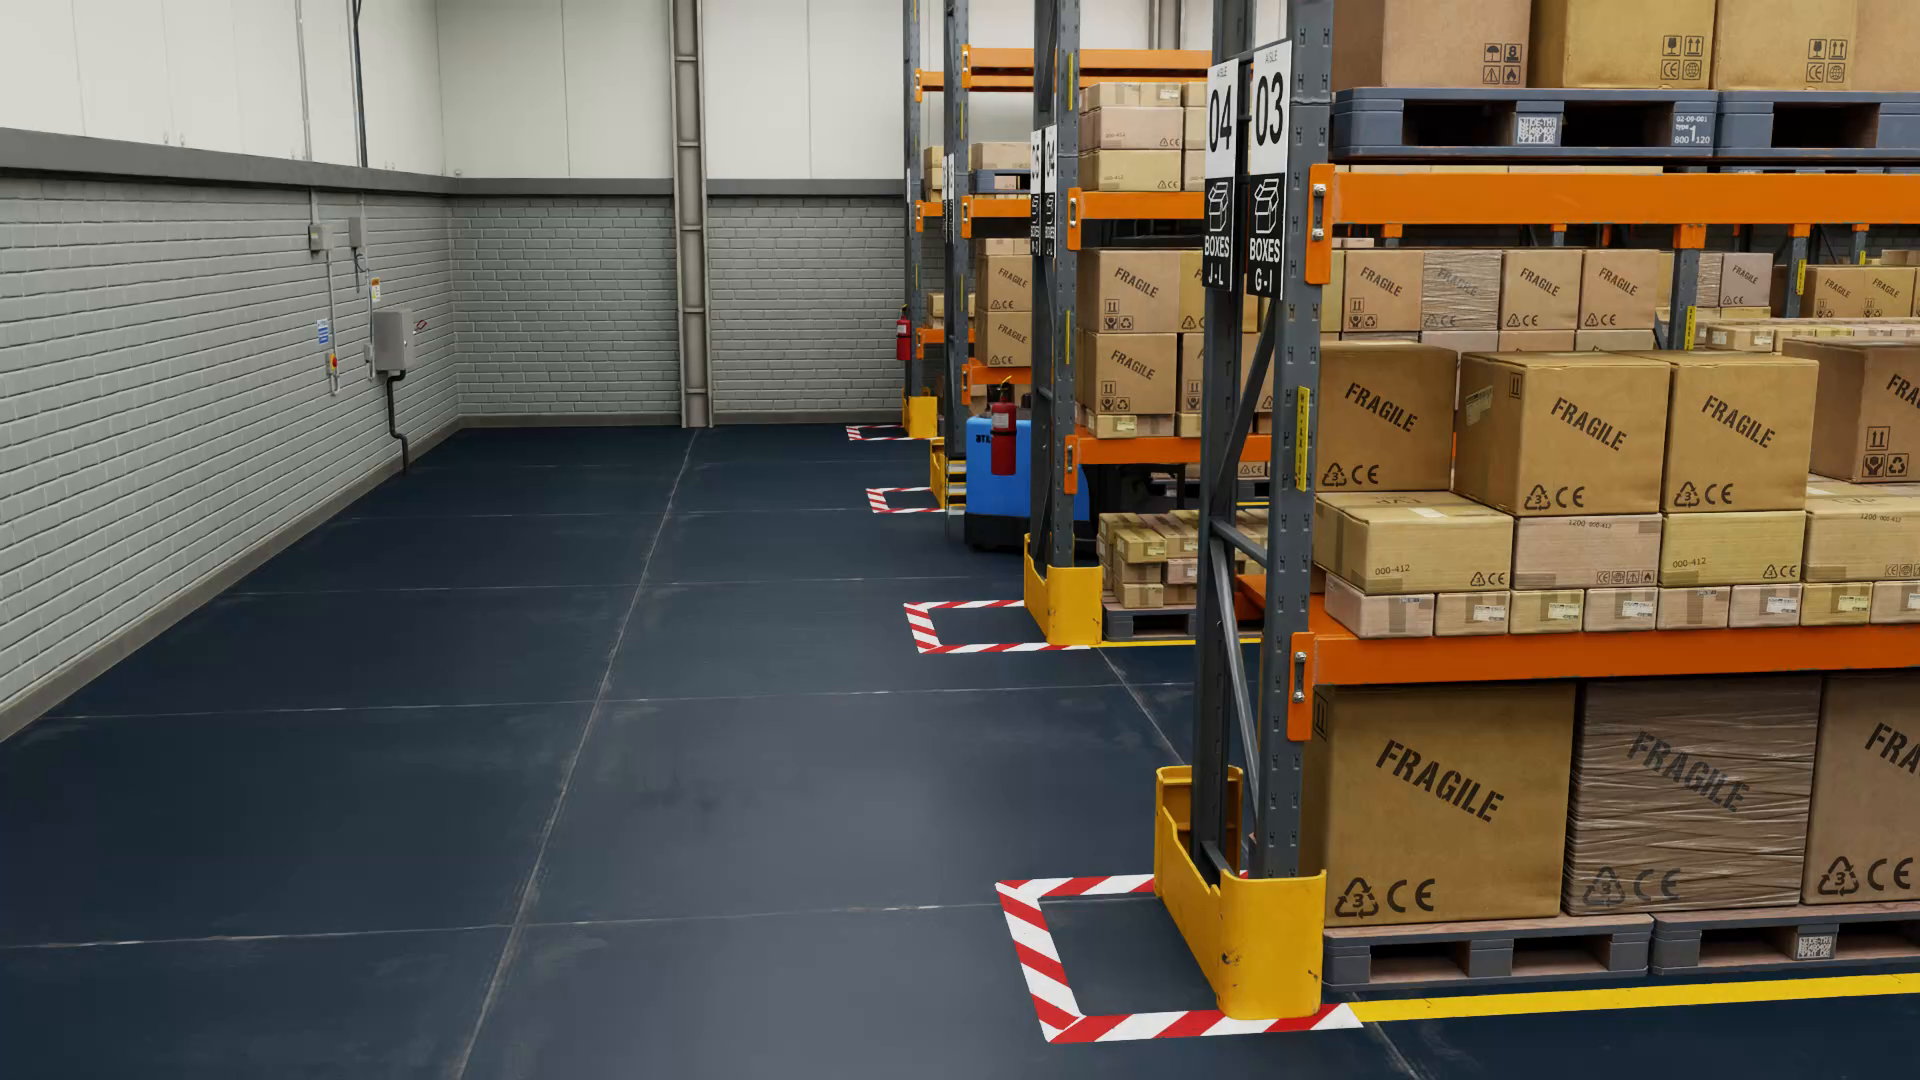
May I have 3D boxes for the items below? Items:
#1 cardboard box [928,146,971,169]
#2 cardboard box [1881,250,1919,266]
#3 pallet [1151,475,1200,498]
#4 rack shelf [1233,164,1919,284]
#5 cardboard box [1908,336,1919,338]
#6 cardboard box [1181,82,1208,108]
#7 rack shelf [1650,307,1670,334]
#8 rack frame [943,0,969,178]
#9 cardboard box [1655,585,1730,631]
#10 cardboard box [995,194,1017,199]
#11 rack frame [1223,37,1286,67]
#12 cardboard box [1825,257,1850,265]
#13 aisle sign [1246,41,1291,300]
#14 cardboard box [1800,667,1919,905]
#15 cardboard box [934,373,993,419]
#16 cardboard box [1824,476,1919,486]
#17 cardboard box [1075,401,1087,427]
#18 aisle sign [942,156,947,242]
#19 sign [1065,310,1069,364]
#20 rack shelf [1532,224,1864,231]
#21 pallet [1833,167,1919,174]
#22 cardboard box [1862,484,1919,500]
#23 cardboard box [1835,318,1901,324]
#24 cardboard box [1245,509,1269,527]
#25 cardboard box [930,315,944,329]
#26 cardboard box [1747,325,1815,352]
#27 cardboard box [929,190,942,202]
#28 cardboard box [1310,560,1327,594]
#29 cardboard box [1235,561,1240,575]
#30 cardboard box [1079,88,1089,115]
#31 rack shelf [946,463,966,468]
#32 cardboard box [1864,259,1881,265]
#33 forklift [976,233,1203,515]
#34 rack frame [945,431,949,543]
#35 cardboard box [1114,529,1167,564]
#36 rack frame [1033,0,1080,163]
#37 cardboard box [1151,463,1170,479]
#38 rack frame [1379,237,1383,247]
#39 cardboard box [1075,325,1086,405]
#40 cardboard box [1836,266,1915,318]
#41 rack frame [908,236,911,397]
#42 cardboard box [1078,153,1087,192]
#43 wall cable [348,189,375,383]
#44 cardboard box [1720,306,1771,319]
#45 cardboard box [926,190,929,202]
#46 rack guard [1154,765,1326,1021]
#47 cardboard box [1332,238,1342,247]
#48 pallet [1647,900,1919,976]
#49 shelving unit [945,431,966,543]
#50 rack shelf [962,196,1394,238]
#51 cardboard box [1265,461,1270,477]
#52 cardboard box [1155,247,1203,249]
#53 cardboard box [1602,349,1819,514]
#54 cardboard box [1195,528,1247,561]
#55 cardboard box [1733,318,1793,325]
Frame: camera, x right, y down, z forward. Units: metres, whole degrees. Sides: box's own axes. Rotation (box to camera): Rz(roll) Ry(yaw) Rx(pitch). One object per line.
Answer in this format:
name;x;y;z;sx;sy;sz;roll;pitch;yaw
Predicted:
cardboard box;-0.111;-4.567;19.869;0.500;0.250;0.500;-1;11;-7
cardboard box;9.510;-2.839;16.732;0.250;0.149;0.380;-2;11;-9
pallet;1.957;-0.553;16.133;1.213;0.211;1.003;-1;11;-6
rack shelf;3.019;-1.125;5.902;4.000;0.370;1.077;-1;11;-6
cardboard box;4.013;-0.518;6.401;0.500;0.500;0.500;-1;11;-6
cardboard box;1.475;-2.713;10.177;0.250;0.149;0.380;-1;11;-6
rack shelf;6.444;-2.118;15.960;0.513;0.250;0.513;-1;11;-6
rack frame;-0.039;-4.808;14.998;0.127;3.000;1.000;-1;11;-6
cardboard box;2.441;0.193;5.761;0.250;0.149;0.380;-1;11;-7
cardboard box;0.536;-4.125;19.950;0.250;0.149;0.380;-1;11;-5
rack frame;1.030;-2.908;5.334;0.053;2.616;0.949;-1;11;-6
cardboard box;11.635;-3.644;21.918;0.250;0.149;0.380;-1;11;-6
aisle sign;0.992;-1.181;5.359;0.004;0.787;0.394;-1;11;-6
cardboard box;3.448;0.806;6.411;0.875;0.875;0.875;-1;11;-6
cardboard box;0.039;-1.792;20.591;0.637;0.503;0.797;-2;11;-8
cardboard box;3.503;-0.139;6.417;0.500;0.250;0.500;-1;11;-5
cardboard box;0.889;-0.855;11.093;0.250;0.149;0.380;-1;11;-6
aisle sign;-0.144;-3.198;15.621;0.004;0.787;0.394;-1;11;-6
sign;0.654;-1.238;10.146;0.005;0.325;0.100;-1;11;-6
rack shelf;9.362;-4.144;21.258;4.000;0.370;1.077;-1;11;-6
pallet;6.228;-2.395;10.986;1.003;0.211;1.213;-1;11;-6
cardboard box;3.575;-0.038;5.905;0.500;0.250;0.500;-1;11;-5
cardboard box;6.246;-1.448;11.479;0.250;0.149;0.380;-2;11;-9
cardboard box;2.120;-0.110;11.410;0.250;0.149;0.380;-1;11;-4
cardboard box;-0.223;-2.647;20.210;0.250;0.149;0.380;-1;11;-7
cardboard box;5.290;-1.303;10.738;0.250;0.149;0.380;-1;11;-4
cardboard box;-0.237;-4.127;19.960;0.250;0.149;0.380;-1;11;-5
cardboard box;1.349;0.088;6.293;0.274;0.149;0.395;-2;11;-9
cardboard box;1.656;0.151;10.856;0.250;0.149;0.380;-1;11;-5
cardboard box;0.894;-2.820;10.719;0.250;0.149;0.380;-1;11;-7
rack shelf;6.368;-1.621;10.058;12.128;3.443;8.407;-1;11;-6
cardboard box;11.700;-3.530;21.334;0.250;0.149;0.380;-1;11;-5
forklift;2.746;-3.035;15.804;9.711;5.209;7.407;4;12;19
rack frame;-0.109;-0.439;13.770;0.006;0.900;0.240;-1;11;-6
cardboard box;1.153;0.038;10.660;0.250;0.149;0.380;-2;11;-9
rack frame;0.596;-3.861;10.180;0.127;3.000;1.000;-1;11;-6
cardboard box;1.515;-0.867;16.056;0.875;0.438;0.875;-1;11;-5
rack frame;3.937;-1.949;16.004;0.053;2.616;0.949;-1;11;-6
cardboard box;1.015;-1.171;11.019;0.500;0.500;0.500;-1;11;-5
cardboard box;8.903;-2.410;16.230;0.500;0.500;0.500;-1;11;-3
rack frame;-0.579;-2.816;20.415;0.053;2.616;0.949;-1;11;-6
cardboard box;1.019;-2.376;10.790;0.500;0.250;0.500;-1;11;-7
wall cable;-5.807;-2.513;16.241;0.122;1.984;0.588;-1;11;-6
cardboard box;7.460;-2.144;16.092;0.500;0.250;0.500;-1;11;-6
cardboard box;-0.286;-4.216;20.413;0.250;0.149;0.380;-1;11;-5
rack guard;1.007;1.263;6.149;0.348;0.500;1.175;-1;11;-6
cardboard box;3.391;-2.754;15.567;0.250;0.149;0.380;-1;11;-5
pallet;3.027;1.348;6.466;1.213;0.211;1.003;-1;11;-6
shelving unit;6.362;-1.327;10.125;12.137;4.047;8.426;-1;11;-6
rack shelf;1.949;-3.025;15.569;4.000;0.370;1.077;-1;11;-6
cardboard box;3.301;-0.904;16.246;0.875;0.438;0.875;-1;11;-7
cardboard box;1.527;-1.671;10.969;0.500;0.500;0.500;-2;11;-8
cardboard box;2.549;-0.385;5.725;0.500;0.500;0.500;-2;11;-8
cardboard box;1.679;0.028;10.708;0.250;0.149;0.380;-1;11;-6
cardboard box;5.474;-1.432;11.397;0.250;0.149;0.380;-2;11;-8
